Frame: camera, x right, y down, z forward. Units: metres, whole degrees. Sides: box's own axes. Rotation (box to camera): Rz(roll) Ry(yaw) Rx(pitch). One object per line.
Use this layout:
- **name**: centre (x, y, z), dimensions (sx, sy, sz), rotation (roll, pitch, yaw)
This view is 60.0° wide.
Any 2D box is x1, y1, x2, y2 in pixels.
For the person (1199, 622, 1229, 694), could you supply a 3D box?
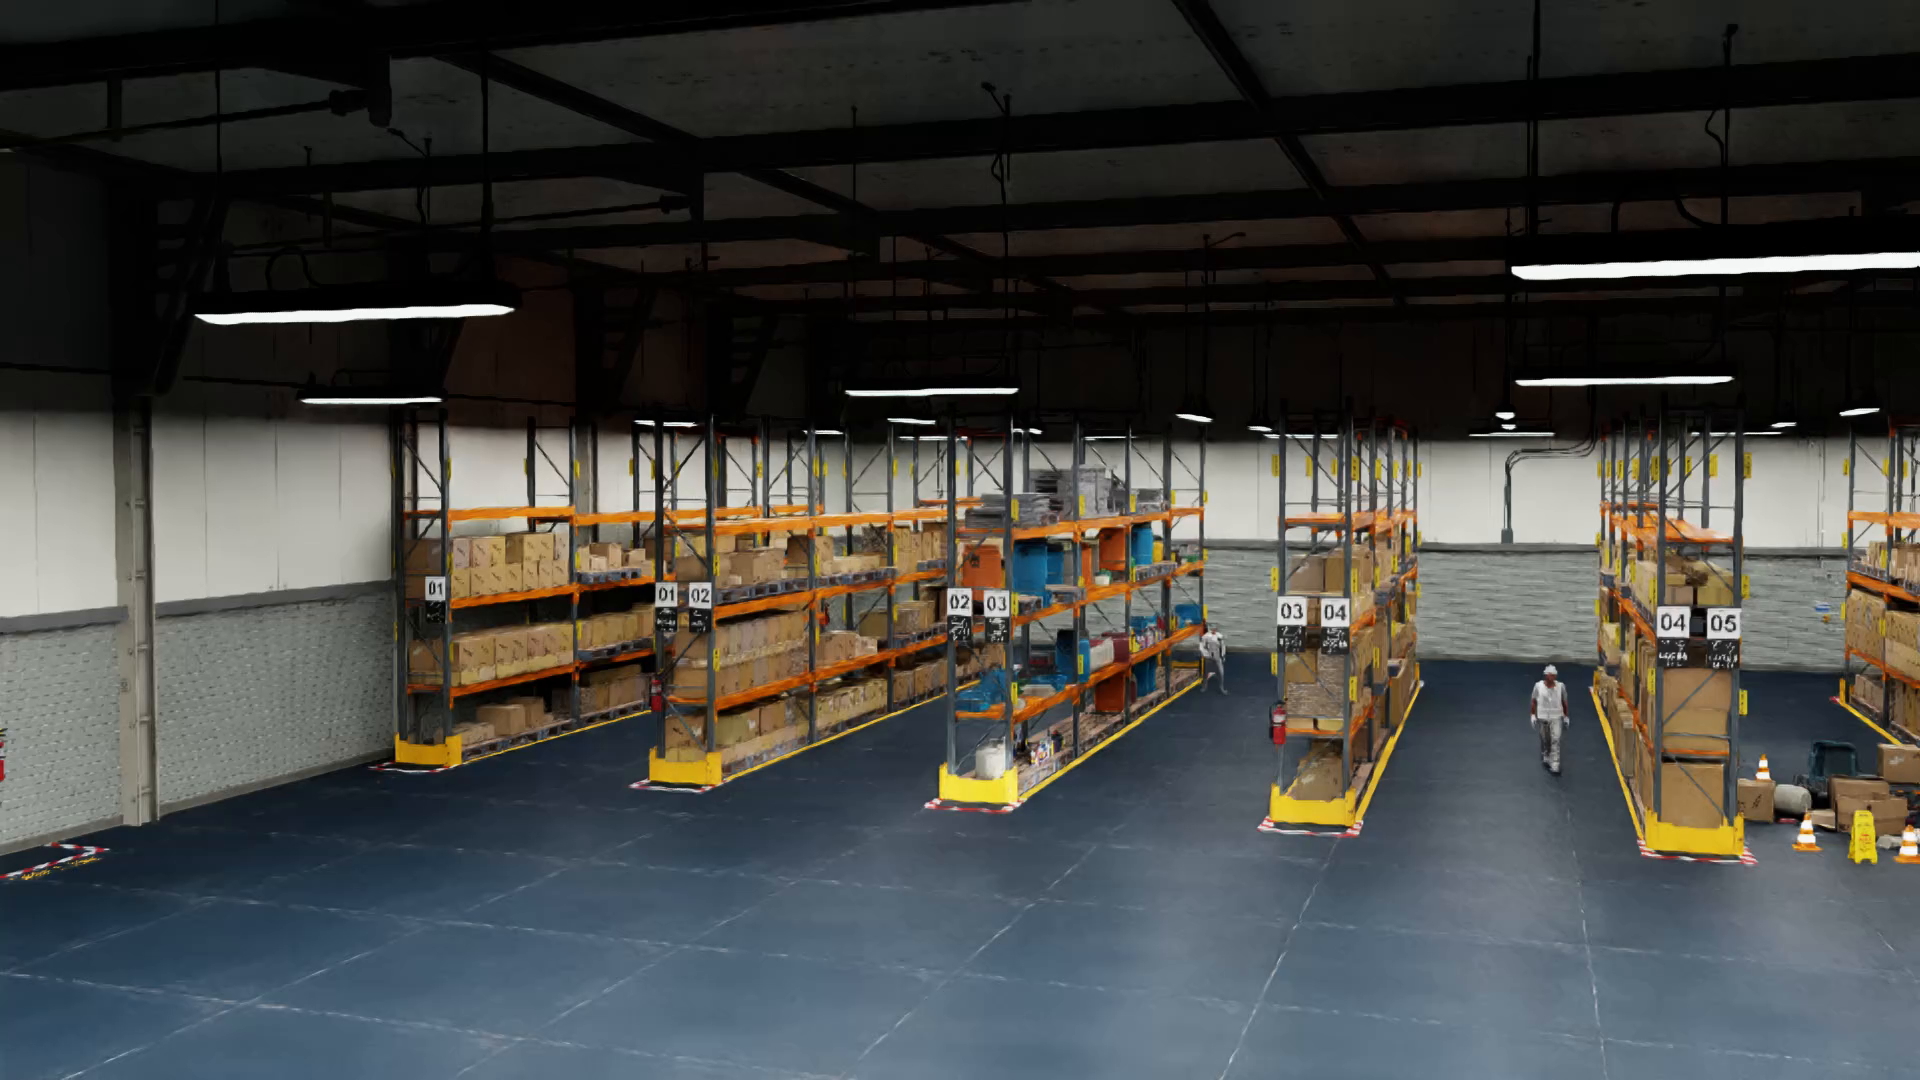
- **person**: centre (5.629, 2.603, 37.039), dimensions (0.637, 1.602, 0.796), rotation (0, 2, 1)

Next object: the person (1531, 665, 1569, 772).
- **person**: centre (9.818, 2.944, 27.692), dimensions (0.587, 1.735, 1.045), rotation (1, 3, 26)
